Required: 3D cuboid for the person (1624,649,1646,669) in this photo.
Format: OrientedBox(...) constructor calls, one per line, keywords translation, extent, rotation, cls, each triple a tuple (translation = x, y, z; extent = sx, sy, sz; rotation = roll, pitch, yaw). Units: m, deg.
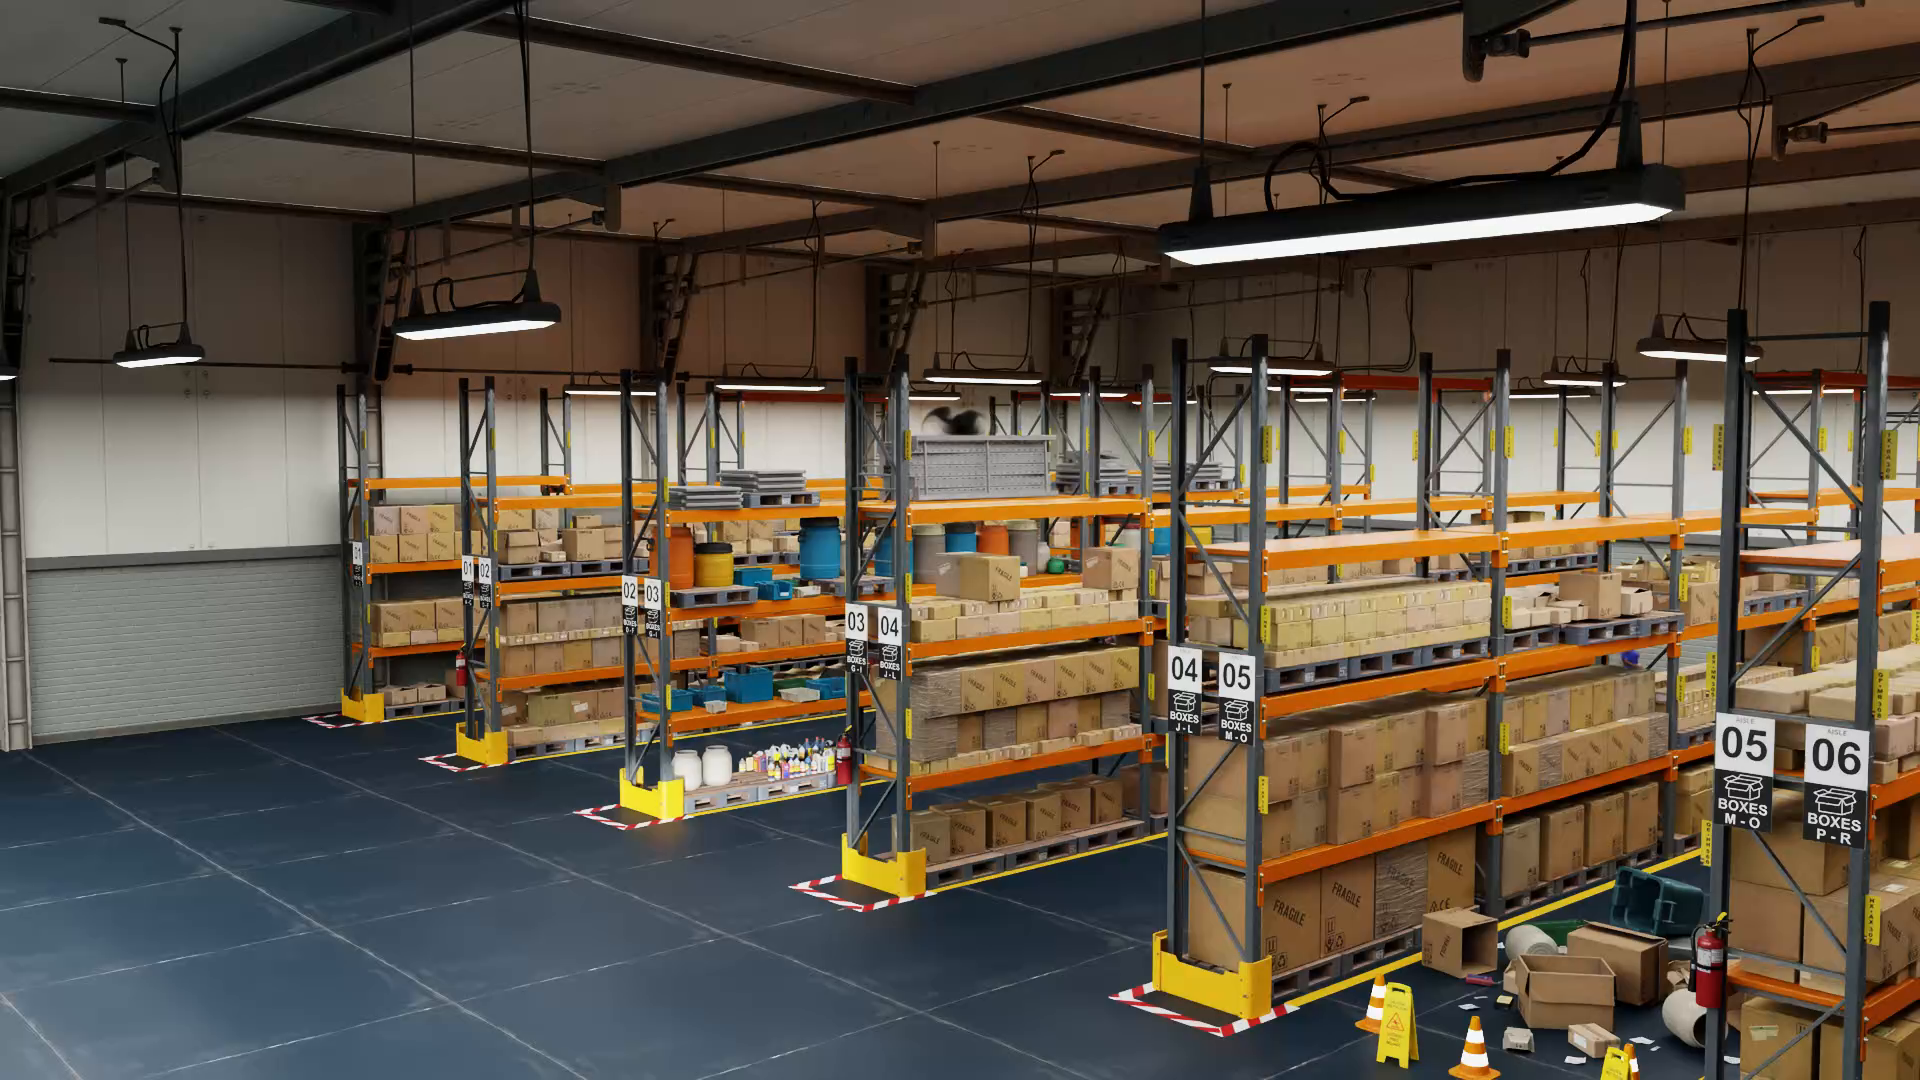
OrientedBox(translation=(12.079, 2.446, 29.811), extent=(0.798, 1.658, 0.583), rotation=(4, 5, 44), cls="person")
